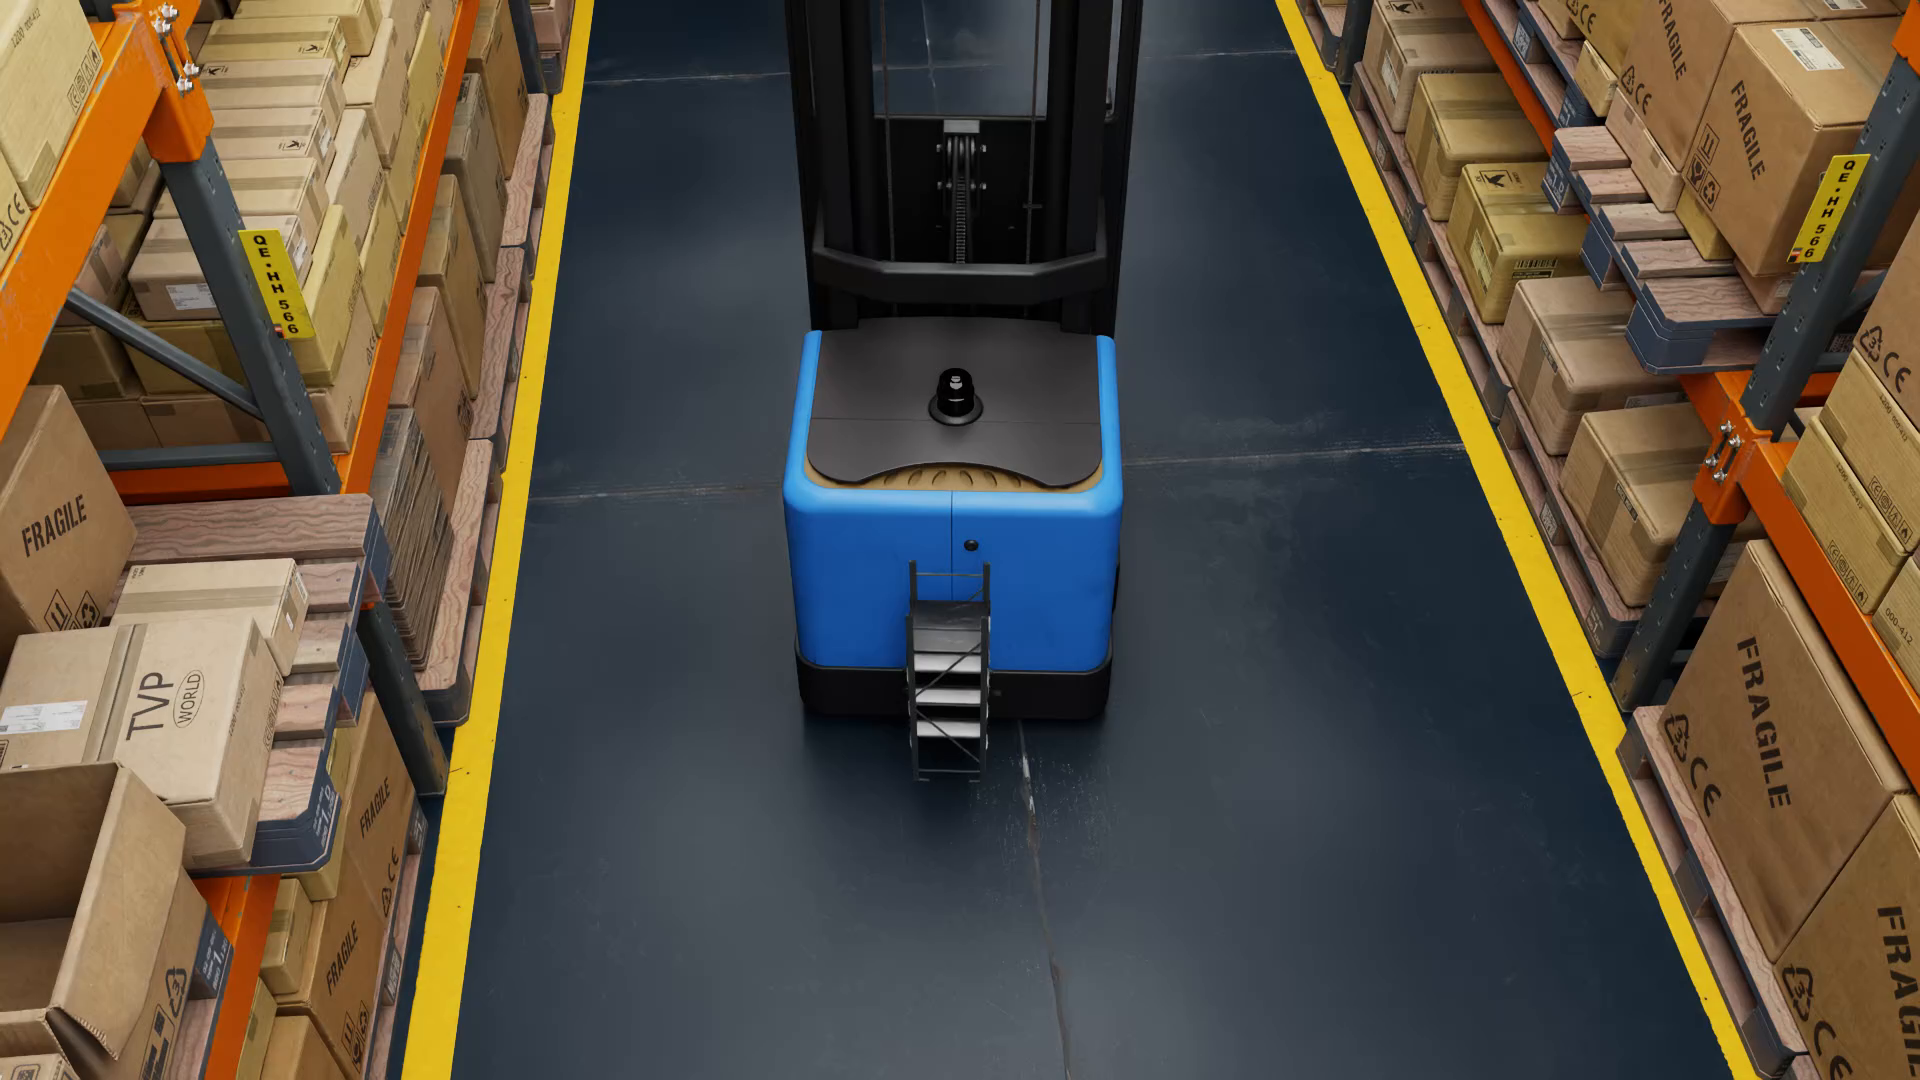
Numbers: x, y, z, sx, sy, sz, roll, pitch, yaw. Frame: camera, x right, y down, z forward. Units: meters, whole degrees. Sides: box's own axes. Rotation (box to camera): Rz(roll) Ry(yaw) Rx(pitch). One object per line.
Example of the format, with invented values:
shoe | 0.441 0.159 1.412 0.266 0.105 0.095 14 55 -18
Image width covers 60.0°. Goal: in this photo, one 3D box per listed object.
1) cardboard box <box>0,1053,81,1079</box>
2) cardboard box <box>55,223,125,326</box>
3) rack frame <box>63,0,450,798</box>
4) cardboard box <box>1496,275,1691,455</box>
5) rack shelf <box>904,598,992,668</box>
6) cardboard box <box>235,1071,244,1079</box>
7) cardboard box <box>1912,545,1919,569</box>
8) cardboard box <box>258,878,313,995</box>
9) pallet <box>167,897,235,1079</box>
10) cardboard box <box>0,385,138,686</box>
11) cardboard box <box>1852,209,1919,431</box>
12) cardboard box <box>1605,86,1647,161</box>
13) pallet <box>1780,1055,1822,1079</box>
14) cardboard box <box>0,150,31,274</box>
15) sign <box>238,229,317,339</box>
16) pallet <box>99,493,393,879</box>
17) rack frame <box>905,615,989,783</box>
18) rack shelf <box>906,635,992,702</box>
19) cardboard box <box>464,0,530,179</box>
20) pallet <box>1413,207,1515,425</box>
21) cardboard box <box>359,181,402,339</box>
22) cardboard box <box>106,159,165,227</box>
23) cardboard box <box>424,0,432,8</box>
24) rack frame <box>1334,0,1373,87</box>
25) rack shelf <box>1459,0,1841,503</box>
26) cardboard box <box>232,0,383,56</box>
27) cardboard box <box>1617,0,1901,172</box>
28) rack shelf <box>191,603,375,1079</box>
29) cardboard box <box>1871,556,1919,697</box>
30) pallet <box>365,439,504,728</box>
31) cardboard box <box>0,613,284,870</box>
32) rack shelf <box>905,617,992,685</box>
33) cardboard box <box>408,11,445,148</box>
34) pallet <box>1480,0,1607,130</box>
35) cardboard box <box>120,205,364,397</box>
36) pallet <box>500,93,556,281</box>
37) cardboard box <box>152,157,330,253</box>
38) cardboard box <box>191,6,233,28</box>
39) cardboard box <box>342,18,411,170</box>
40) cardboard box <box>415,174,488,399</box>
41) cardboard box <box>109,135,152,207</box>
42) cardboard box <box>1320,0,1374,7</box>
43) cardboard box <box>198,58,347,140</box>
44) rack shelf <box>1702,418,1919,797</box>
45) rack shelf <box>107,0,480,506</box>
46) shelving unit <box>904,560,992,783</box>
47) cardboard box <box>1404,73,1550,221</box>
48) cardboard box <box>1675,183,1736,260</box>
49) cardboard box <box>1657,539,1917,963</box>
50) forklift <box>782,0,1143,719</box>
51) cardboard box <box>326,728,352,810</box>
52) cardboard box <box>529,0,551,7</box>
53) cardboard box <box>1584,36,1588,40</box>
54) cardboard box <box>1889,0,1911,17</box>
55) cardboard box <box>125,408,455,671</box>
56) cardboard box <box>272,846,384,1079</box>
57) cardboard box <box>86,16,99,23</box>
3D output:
cardboard box | -1.784 1.204 2.686 0.700 0.500 0.500 -4 47 -3
cardboard box | -2.421 -0.686 4.318 0.380 0.149 0.250 -2 47 -2
rack frame | -2.192 -0.205 4.379 1.000 3.000 0.127 -3 47 -3
cardboard box | 2.646 -0.693 6.361 0.950 0.372 0.625 -4 47 -4
rack shelf | -0.034 0.280 5.031 0.258 0.077 0.200 1 50 1
cardboard box | -1.869 1.392 3.852 0.380 0.149 0.250 -4 47 -4
cardboard box | 2.592 0.126 3.824 0.500 0.250 0.500 -2 47 -2
cardboard box | -1.867 1.017 4.206 0.380 0.149 0.250 -5 47 -5
pallet | -2.025 1.267 3.116 1.003 0.211 1.213 -3 47 -3
cardboard box | -2.305 -0.002 3.828 0.500 0.500 0.500 -2 47 -1
cardboard box | 2.551 -0.516 3.915 0.500 0.500 0.500 -5 47 -5
cardboard box | 2.318 -1.342 5.339 0.380 0.149 0.250 -5 47 -5
pallet | 2.843 1.905 4.301 1.003 0.211 1.213 -3 47 -3
cardboard box | -1.865 -0.465 2.662 0.500 0.250 0.500 -3 47 -3
sign | -1.652 -0.616 4.025 0.100 0.325 0.005 -3 47 -3
pallet | -2.066 0.347 3.988 1.213 0.211 1.003 -3 47 -3
rack frame | -0.037 0.509 5.149 0.240 0.900 0.006 1 50 1
rack shelf | -0.033 0.395 5.170 0.258 0.077 0.200 1 50 1
cardboard box | -2.472 -2.050 7.472 0.875 0.625 0.625 -2 47 -2
pallet | 2.591 -0.997 7.049 1.003 0.211 1.213 -3 47 -3
cardboard box | -2.023 -0.854 5.096 0.500 0.250 0.500 -4 47 -4
cardboard box | -2.552 -1.004 4.894 0.500 0.250 0.500 -3 47 -3
cardboard box | -2.144 -2.138 5.968 0.500 0.250 0.500 -3 47 -3
rack frame | 2.419 -3.404 7.408 1.000 3.000 0.127 -3 47 -3
rack shelf | 2.586 -1.709 6.298 1.077 0.370 4.000 -3 47 -3
cardboard box | -2.044 -1.645 5.226 0.380 0.149 0.250 -3 47 -2
cardboard box | 2.384 -1.476 5.019 0.500 0.500 0.500 -4 47 -4
rack shelf | -2.025 1.489 3.269 1.077 0.370 4.000 -3 47 -3
cardboard box | 2.604 0.282 4.021 0.500 0.250 0.500 -5 47 -4
pallet | -2.222 0.155 5.957 1.003 0.211 1.213 -3 47 -3
cardboard box | -1.782 0.445 3.576 0.500 0.250 0.500 -5 47 -5
rack shelf | -0.033 0.337 5.101 0.258 0.077 0.200 1 50 1
cardboard box | -2.115 -1.602 5.804 0.500 0.250 0.500 -2 47 -2
pallet | 2.547 -1.874 6.091 1.003 0.211 1.213 -3 47 -3
cardboard box | -1.961 -0.663 4.571 0.500 0.250 0.500 -4 47 -3
pallet | -2.427 -1.610 7.629 1.003 0.211 1.213 -3 47 -3
cardboard box | -1.949 -0.904 4.525 0.380 0.149 0.250 -3 47 -2
cardboard box | -2.625 -1.731 5.582 0.500 0.250 0.500 -4 47 -4
cardboard box | -2.053 -1.404 5.272 0.500 0.250 0.500 -5 47 -4
cardboard box | -2.350 -0.945 6.425 0.875 0.625 0.625 -5 47 -5
cardboard box | -2.516 -1.059 4.672 0.380 0.149 0.250 -4 47 -3
cardboard box | 2.101 -3.014 8.643 0.500 0.250 0.500 -2 47 -1
cardboard box | -2.031 -1.277 4.878 0.380 0.149 0.250 -3 47 -3
rack shelf | 2.921 1.185 3.558 1.077 0.370 4.000 -3 47 -3
rack shelf | -2.360 -1.405 6.010 1.077 0.370 4.000 -3 47 -3
shelving unit | -0.033 0.431 5.214 0.258 0.900 0.210 1 50 1
cardboard box | 2.529 -1.745 7.358 0.950 0.372 0.625 -1 47 -1
cardboard box | 2.397 -0.980 4.996 0.380 0.149 0.250 -3 47 -3
cardboard box | 2.729 0.581 4.808 0.875 0.875 0.875 -4 47 -4
forklift | 0.018 -1.464 5.617 1.130 2.935 3.031 1 47 1
cardboard box | -1.899 0.629 4.574 0.380 0.149 0.250 -6 47 -5
cardboard box | -2.260 -2.839 8.133 0.500 0.250 0.500 -4 47 -3
cardboard box | 2.386 -1.730 5.706 0.380 0.149 0.250 -3 47 -3
cardboard box | 2.896 -1.507 5.048 0.500 0.500 0.500 -1 47 -1
cardboard box | -2.231 0.015 5.516 0.875 0.625 0.625 -2 47 -2
cardboard box | -1.911 1.165 4.513 0.500 0.500 0.500 -4 47 -4
cardboard box | -2.654 -1.602 5.186 0.380 0.149 0.250 -4 47 -4
